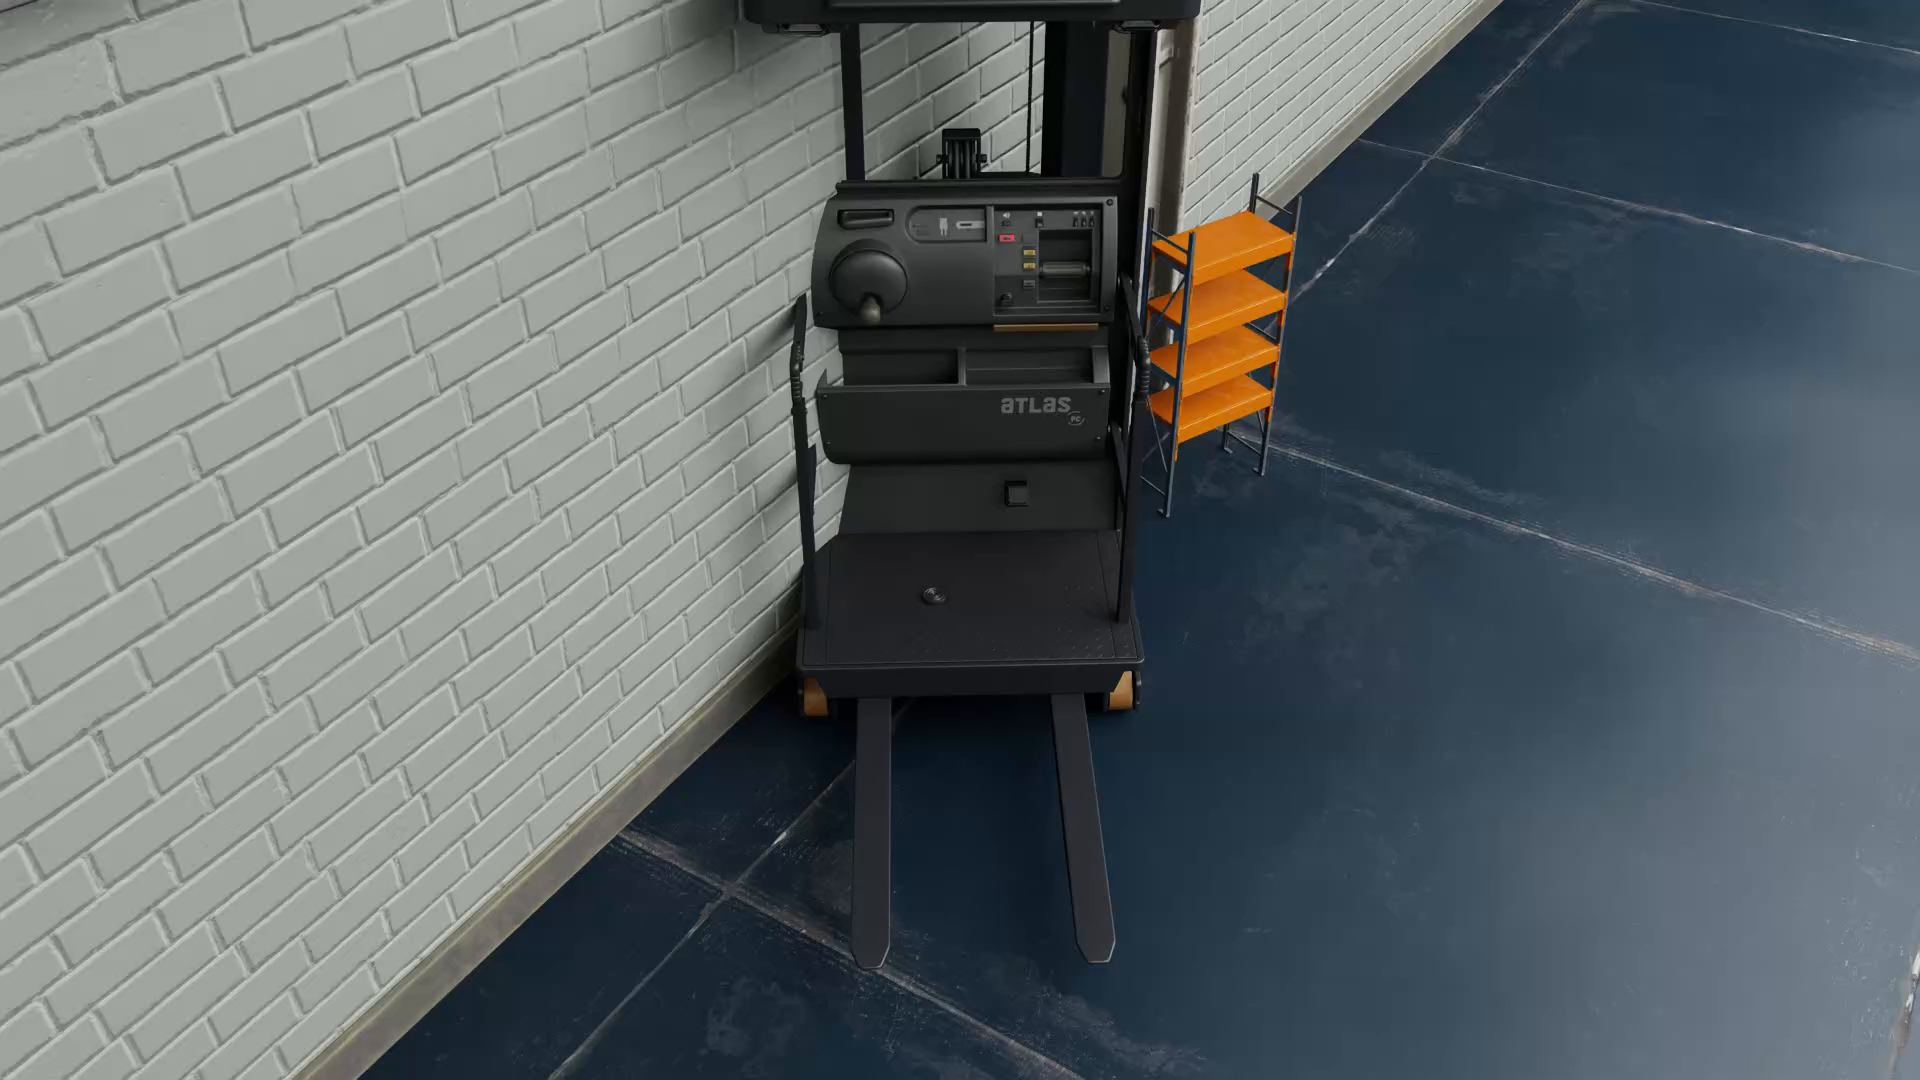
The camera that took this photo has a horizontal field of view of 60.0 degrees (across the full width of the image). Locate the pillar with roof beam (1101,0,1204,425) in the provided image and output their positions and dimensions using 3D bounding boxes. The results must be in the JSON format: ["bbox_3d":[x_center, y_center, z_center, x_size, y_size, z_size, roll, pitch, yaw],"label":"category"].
[{"bbox_3d":[4.296,-2.768,2.469,9.100,9.000,0.400,21,42,25],"label":"pillar with roof beam"}]

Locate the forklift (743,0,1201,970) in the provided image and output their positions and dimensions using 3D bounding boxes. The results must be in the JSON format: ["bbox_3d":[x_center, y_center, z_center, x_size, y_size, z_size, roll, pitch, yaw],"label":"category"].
[{"bbox_3d":[0.019,-0.778,4.858,1.130,2.935,3.031,-1,38,-1],"label":"forklift"}]

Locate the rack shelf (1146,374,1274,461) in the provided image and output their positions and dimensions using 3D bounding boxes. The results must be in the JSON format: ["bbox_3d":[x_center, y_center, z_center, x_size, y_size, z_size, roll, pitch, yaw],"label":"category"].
[{"bbox_3d":[0.929,-0.496,6.346,0.480,0.148,0.258,-23,43,-27],"label":"rack shelf"}]

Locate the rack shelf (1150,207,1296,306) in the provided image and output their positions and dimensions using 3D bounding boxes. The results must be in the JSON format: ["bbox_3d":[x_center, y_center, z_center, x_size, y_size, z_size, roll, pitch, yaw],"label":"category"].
[{"bbox_3d":[0.929,-1.018,5.944,0.480,0.148,0.258,-23,43,-27],"label":"rack shelf"}]

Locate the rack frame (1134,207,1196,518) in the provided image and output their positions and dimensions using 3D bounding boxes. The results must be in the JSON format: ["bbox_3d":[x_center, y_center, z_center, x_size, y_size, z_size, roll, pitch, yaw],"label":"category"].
[{"bbox_3d":[0.728,-0.622,6.075,0.015,1.200,0.240,-23,43,-27],"label":"rack frame"}]

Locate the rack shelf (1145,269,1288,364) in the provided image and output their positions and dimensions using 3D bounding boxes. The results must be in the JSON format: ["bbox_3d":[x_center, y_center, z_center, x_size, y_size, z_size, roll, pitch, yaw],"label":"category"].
[{"bbox_3d":[0.929,-0.830,6.088,0.480,0.148,0.258,-23,43,-27],"label":"rack shelf"}]

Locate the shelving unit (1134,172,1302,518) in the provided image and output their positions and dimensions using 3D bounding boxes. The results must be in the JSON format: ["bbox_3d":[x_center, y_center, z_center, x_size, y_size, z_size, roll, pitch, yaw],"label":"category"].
[{"bbox_3d":[0.929,-0.706,6.184,0.503,1.200,0.258,-23,43,-27],"label":"shelving unit"}]

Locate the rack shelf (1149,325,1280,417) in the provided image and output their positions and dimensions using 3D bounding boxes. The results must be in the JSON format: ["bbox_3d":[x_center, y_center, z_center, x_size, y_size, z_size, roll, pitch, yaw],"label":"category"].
[{"bbox_3d":[0.929,-0.653,6.225,0.480,0.148,0.258,-23,43,-27],"label":"rack shelf"}]

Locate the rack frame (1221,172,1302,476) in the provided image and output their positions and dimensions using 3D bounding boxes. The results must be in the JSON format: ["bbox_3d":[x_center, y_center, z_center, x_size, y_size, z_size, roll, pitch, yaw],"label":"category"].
[{"bbox_3d":[1.130,-0.791,6.293,0.015,1.200,0.240,-23,43,-27],"label":"rack frame"}]
